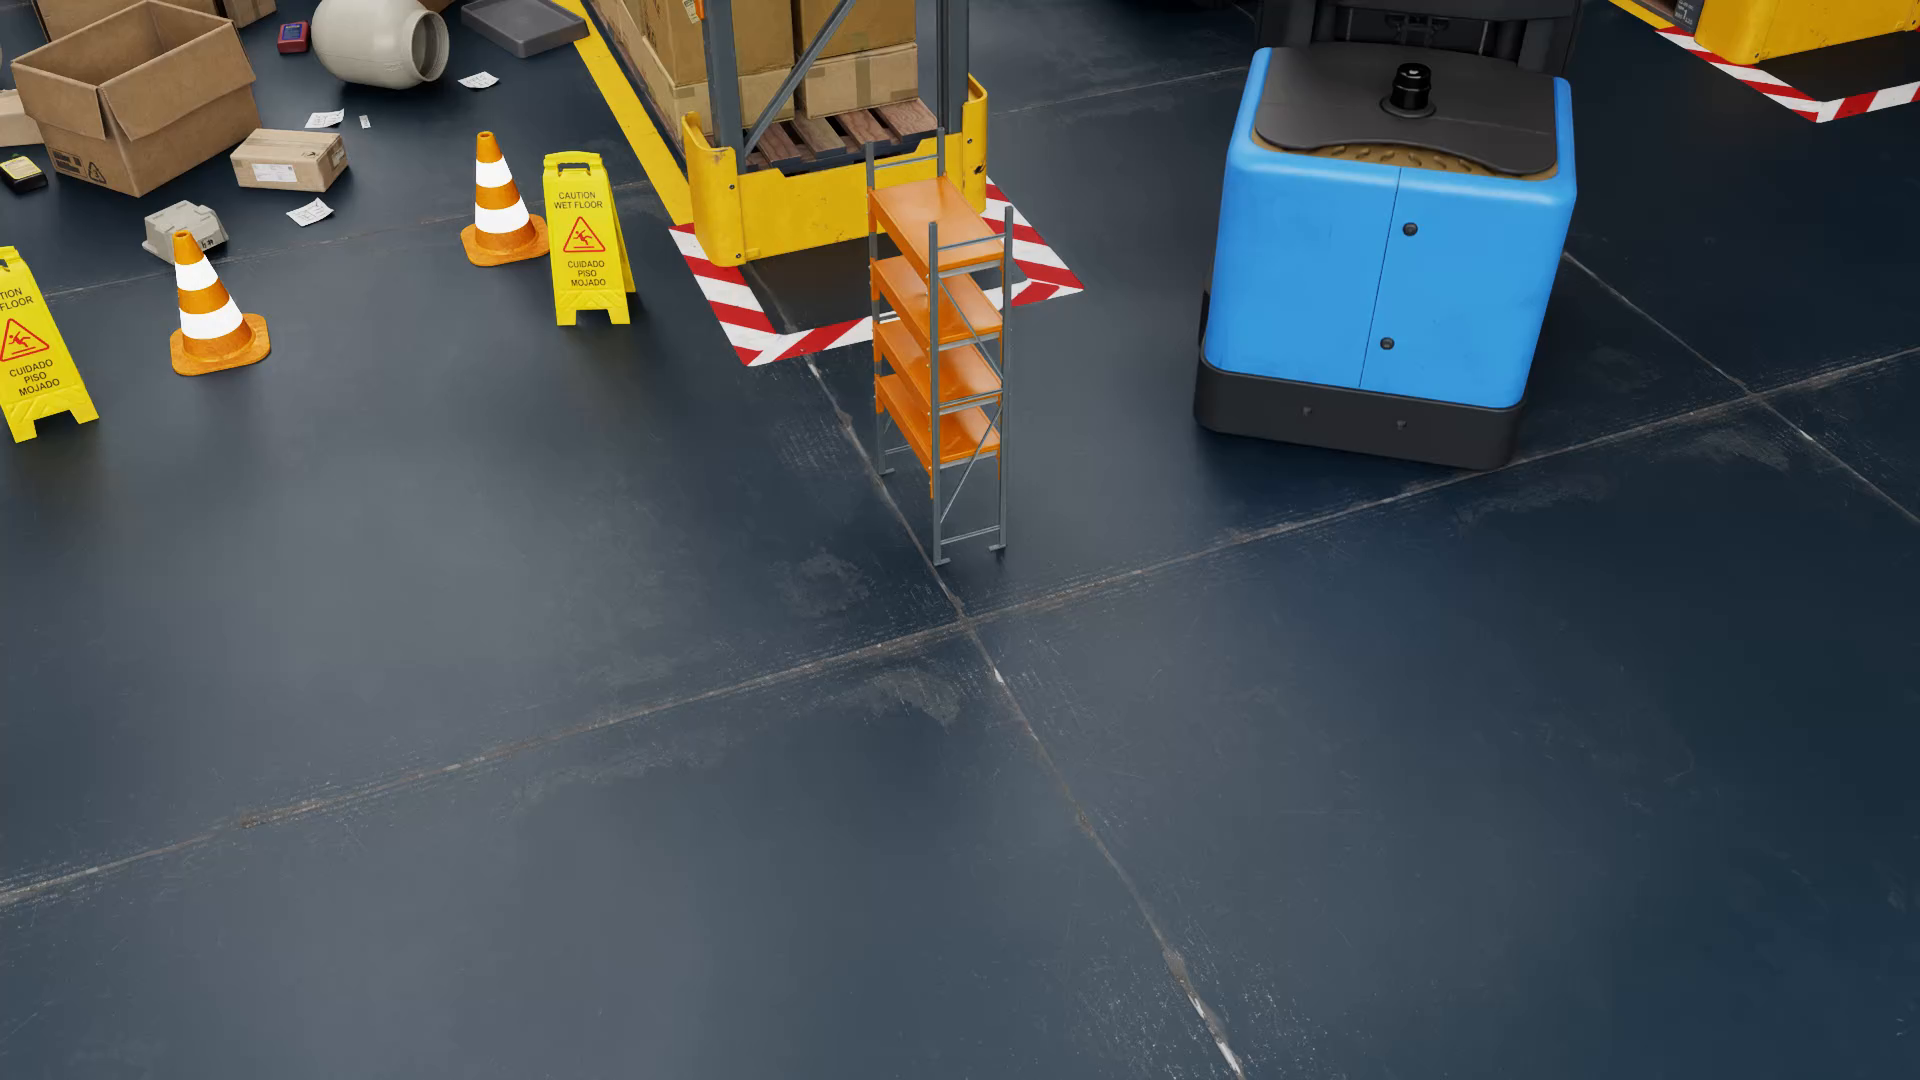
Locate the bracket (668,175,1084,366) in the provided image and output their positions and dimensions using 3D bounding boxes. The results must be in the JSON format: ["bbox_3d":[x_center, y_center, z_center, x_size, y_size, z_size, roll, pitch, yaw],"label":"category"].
[{"bbox_3d":[-0.346,-1.108,6.538,1.378,0.001,1.079,-15,43,-17],"label":"bracket"}]

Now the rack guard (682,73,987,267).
[{"bbox_3d":[-0.479,-1.491,6.601,1.175,0.500,0.348,-15,43,-17],"label":"rack guard"}]

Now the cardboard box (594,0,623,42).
[{"bbox_3d":[-1.404,-2.557,7.710,0.500,0.250,0.500,-17,43,-18],"label":"cardboard box"}]

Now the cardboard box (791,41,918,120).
[{"bbox_3d":[-0.503,-2.065,7.137,0.500,0.250,0.500,-15,43,-17],"label":"cardboard box"}]

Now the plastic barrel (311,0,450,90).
[{"bbox_3d":[-2.639,-2.283,7.580,0.512,0.421,0.421,12,42,13],"label":"plastic barrel"}]

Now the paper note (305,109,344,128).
[{"bbox_3d":[-2.837,-1.885,7.427,0.148,0.019,0.142,-2,41,-2],"label":"paper note"}]

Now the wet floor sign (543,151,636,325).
[{"bbox_3d":[-1.366,-1.119,6.056,0.267,0.644,0.232,-2,41,-2],"label":"wet floor sign"}]

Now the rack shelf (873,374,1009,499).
[{"bbox_3d":[-0.063,-0.353,5.148,0.258,0.148,0.480,-15,43,-17],"label":"rack shelf"}]

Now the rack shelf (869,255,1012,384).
[{"bbox_3d":[-0.063,-0.673,4.873,0.258,0.148,0.480,-15,43,-17],"label":"rack shelf"}]

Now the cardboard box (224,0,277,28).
[{"bbox_3d":[-3.652,-2.740,8.232,0.396,0.266,0.258,19,44,20],"label":"cardboard box"}]

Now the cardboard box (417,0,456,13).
[{"bbox_3d":[-2.828,-2.871,8.203,0.500,0.500,0.500,12,42,13],"label":"cardboard box"}]

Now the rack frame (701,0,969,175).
[{"bbox_3d":[-0.450,-2.393,5.732,1.000,3.000,0.127,-15,43,-17],"label":"rack frame"}]

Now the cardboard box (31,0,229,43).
[{"bbox_3d":[-3.826,-2.486,7.651,0.797,0.637,0.503,-15,43,-17],"label":"cardboard box"}]

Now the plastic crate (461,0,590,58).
[{"bbox_3d":[-2.137,-2.545,8.149,0.402,0.080,0.583,-31,49,-31],"label":"plastic crate"}]

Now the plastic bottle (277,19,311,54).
[{"bbox_3d":[-3.219,-2.443,8.044,0.133,0.061,0.283,-8,41,-9],"label":"plastic bottle"}]

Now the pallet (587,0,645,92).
[{"bbox_3d":[-1.220,-2.614,8.127,1.003,0.211,1.213,-15,43,-17],"label":"pallet"}]

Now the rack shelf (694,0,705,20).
[{"bbox_3d":[-1.215,-3.325,7.368,1.077,0.370,4.000,-15,43,-17],"label":"rack shelf"}]

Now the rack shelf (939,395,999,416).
[{"bbox_3d":[-0.063,-0.525,5.000,0.199,0.029,0.442,-15,43,-17],"label":"rack shelf"}]

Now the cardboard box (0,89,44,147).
[{"bbox_3d":[-4.156,-1.894,7.249,0.396,0.266,0.258,-8,41,-9],"label":"cardboard box"}]

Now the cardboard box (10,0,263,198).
[{"bbox_3d":[-3.461,-1.873,7.042,0.637,0.503,0.797,19,44,20],"label":"cardboard box"}]

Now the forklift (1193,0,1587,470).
[{"bbox_3d":[1.643,-2.308,5.686,1.130,2.935,3.031,9,42,11],"label":"forklift"}]

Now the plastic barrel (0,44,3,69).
[{"bbox_3d":[-4.664,-2.229,7.518,0.512,0.421,0.421,12,42,13],"label":"plastic barrel"}]

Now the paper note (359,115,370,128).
[{"bbox_3d":[-7.054,-5.641,11.648,3.823,0.211,13.979,-15,43,-17],"label":"paper note"}]

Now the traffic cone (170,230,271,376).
[{"bbox_3d":[-2.702,-0.887,5.926,0.336,0.463,0.334,-15,43,-17],"label":"traffic cone"}]

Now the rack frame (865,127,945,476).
[{"bbox_3d":[-0.157,-0.702,5.146,0.240,1.200,0.015,-15,43,-17],"label":"rack frame"}]

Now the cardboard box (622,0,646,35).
[{"bbox_3d":[-1.200,-2.525,7.098,0.500,0.500,0.500,-14,43,-15],"label":"cardboard box"}]

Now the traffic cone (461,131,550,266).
[{"bbox_3d":[-1.806,-1.368,6.486,0.336,0.463,0.334,-15,43,-17],"label":"traffic cone"}]

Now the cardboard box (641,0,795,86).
[{"bbox_3d":[-0.997,-2.212,6.733,0.500,0.500,0.500,-15,43,-17],"label":"cardboard box"}]

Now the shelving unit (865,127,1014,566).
[{"bbox_3d":[-0.063,-0.555,4.975,0.258,1.200,0.503,-15,43,-17],"label":"shelving unit"}]

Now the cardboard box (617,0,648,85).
[{"bbox_3d":[-1.199,-2.244,7.345,0.500,0.250,0.500,-15,43,-17],"label":"cardboard box"}]

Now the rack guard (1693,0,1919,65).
[{"bbox_3d":[4.144,-2.671,7.973,1.175,0.500,0.348,-15,43,-17],"label":"rack guard"}]

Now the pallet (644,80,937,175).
[{"bbox_3d":[-0.757,-1.880,7.274,1.003,0.211,1.213,-15,43,-17],"label":"pallet"}]

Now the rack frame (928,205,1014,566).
[{"bbox_3d":[0.030,-0.408,4.804,0.240,1.200,0.015,-15,43,-17],"label":"rack frame"}]

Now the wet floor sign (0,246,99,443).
[{"bbox_3d":[-3.144,-0.681,5.547,0.267,0.644,0.232,-23,46,-24],"label":"wet floor sign"}]

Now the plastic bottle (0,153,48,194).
[{"bbox_3d":[-3.966,-1.552,7.008,0.133,0.061,0.283,-31,49,-31],"label":"plastic bottle"}]

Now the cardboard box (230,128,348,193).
[{"bbox_3d":[-2.817,-1.597,6.993,0.380,0.149,0.250,5,41,6],"label":"cardboard box"}]

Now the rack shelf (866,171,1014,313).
[{"bbox_3d":[-0.063,-0.853,4.719,0.258,0.148,0.480,-15,43,-17],"label":"rack shelf"}]
